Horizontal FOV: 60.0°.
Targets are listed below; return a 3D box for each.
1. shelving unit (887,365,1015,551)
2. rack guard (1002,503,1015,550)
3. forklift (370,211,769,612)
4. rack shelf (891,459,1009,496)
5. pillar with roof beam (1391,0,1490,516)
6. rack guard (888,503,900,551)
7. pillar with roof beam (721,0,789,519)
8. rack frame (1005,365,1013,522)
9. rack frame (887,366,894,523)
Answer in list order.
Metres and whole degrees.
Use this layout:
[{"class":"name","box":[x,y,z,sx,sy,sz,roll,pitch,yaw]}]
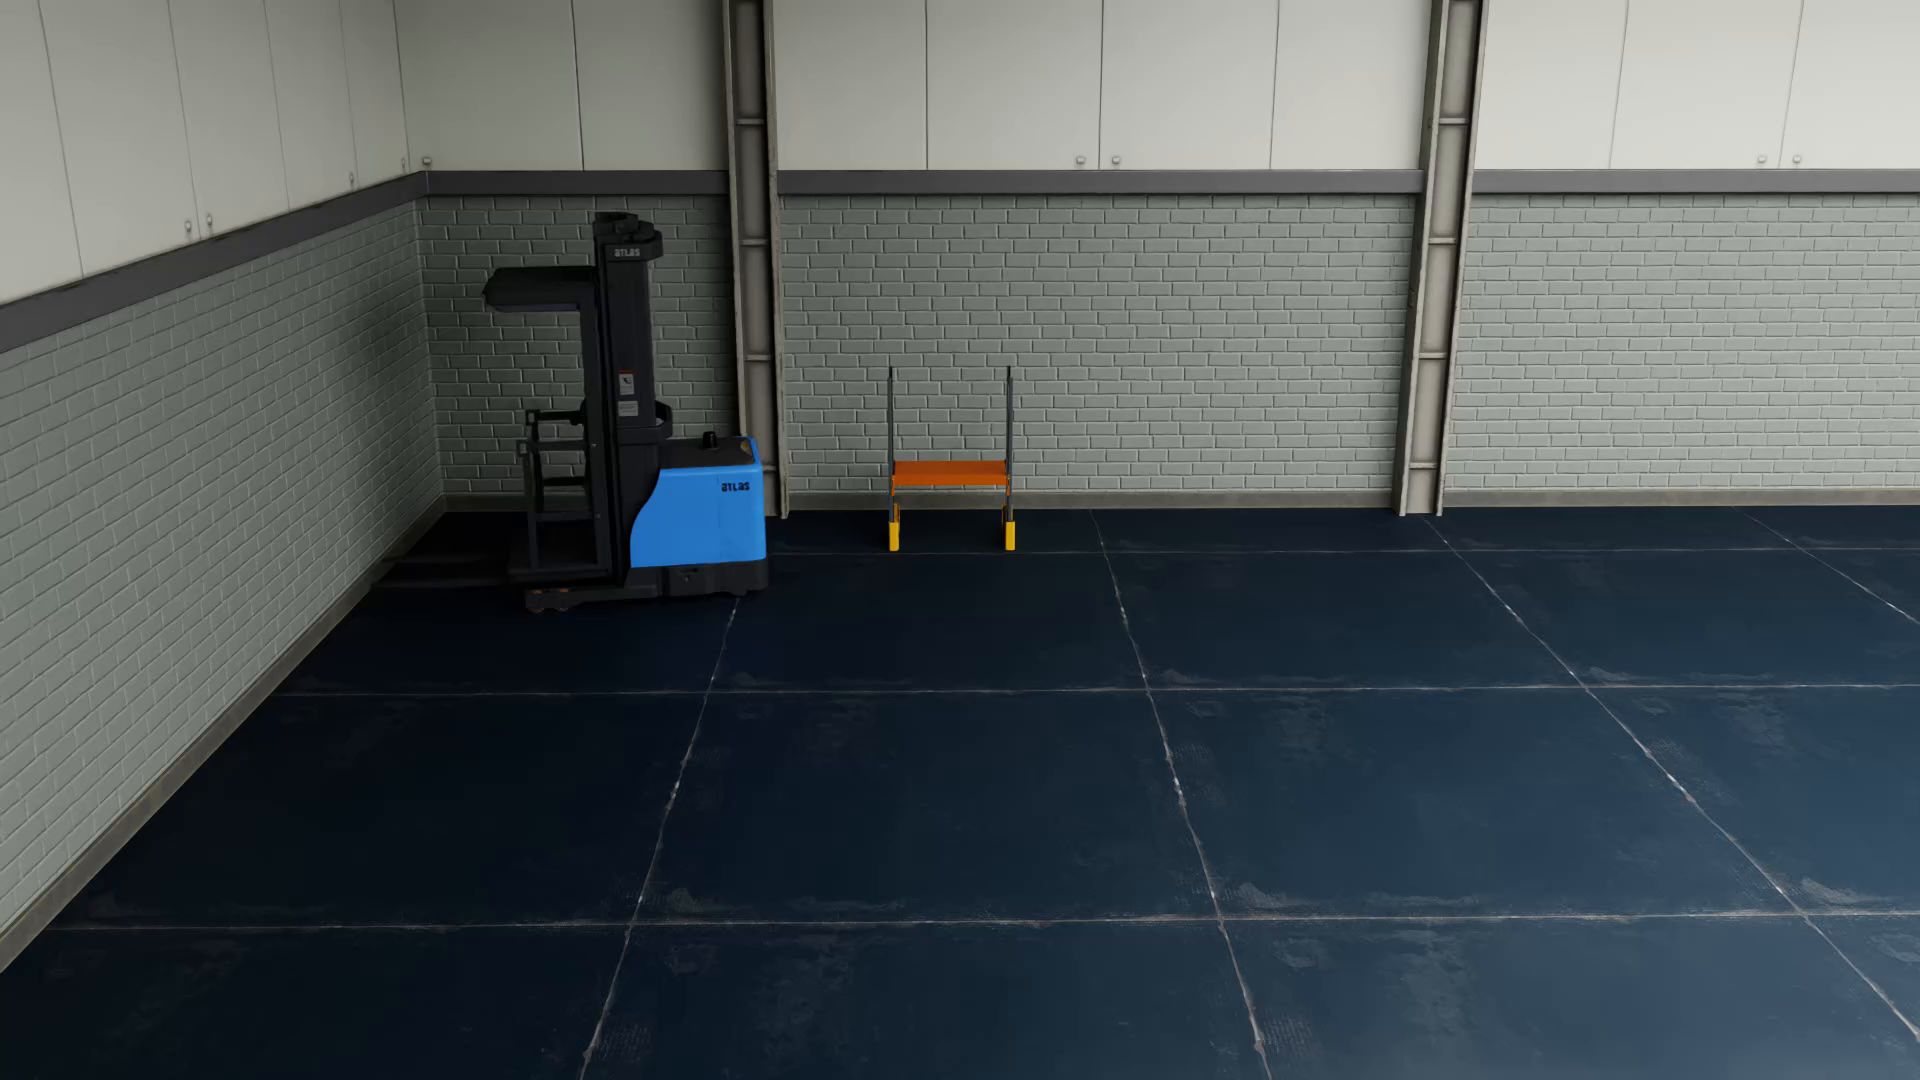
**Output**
[{"class":"shelving unit","box":[-0.076,-0.714,14.317,1.083,1.500,0.587,0,18,-1]},{"class":"rack guard","box":[0.422,-0.121,14.516,0.087,0.250,0.587,0,18,-1]},{"class":"forklift","box":[-3.082,-1.013,12.908,3.031,2.935,1.130,-3,18,-10]},{"class":"rack shelf","box":[-0.085,-0.542,14.372,1.000,0.185,0.538,0,18,-1]},{"class":"pillar with roof beam","box":[4.287,-3.239,9.913,0.400,9.000,9.100,0,18,-1]},{"class":"rack guard","box":[-0.574,-0.116,14.501,0.087,0.250,0.587,0,18,-1]},{"class":"pillar with roof beam","box":[-1.712,-3.210,9.822,0.400,9.000,9.100,0,18,-1]},{"class":"rack frame","box":[0.423,-0.716,14.325,0.032,1.500,0.500,0,18,-1]},{"class":"rack frame","box":[-0.594,-0.711,14.310,0.032,1.500,0.500,0,18,-1]}]
